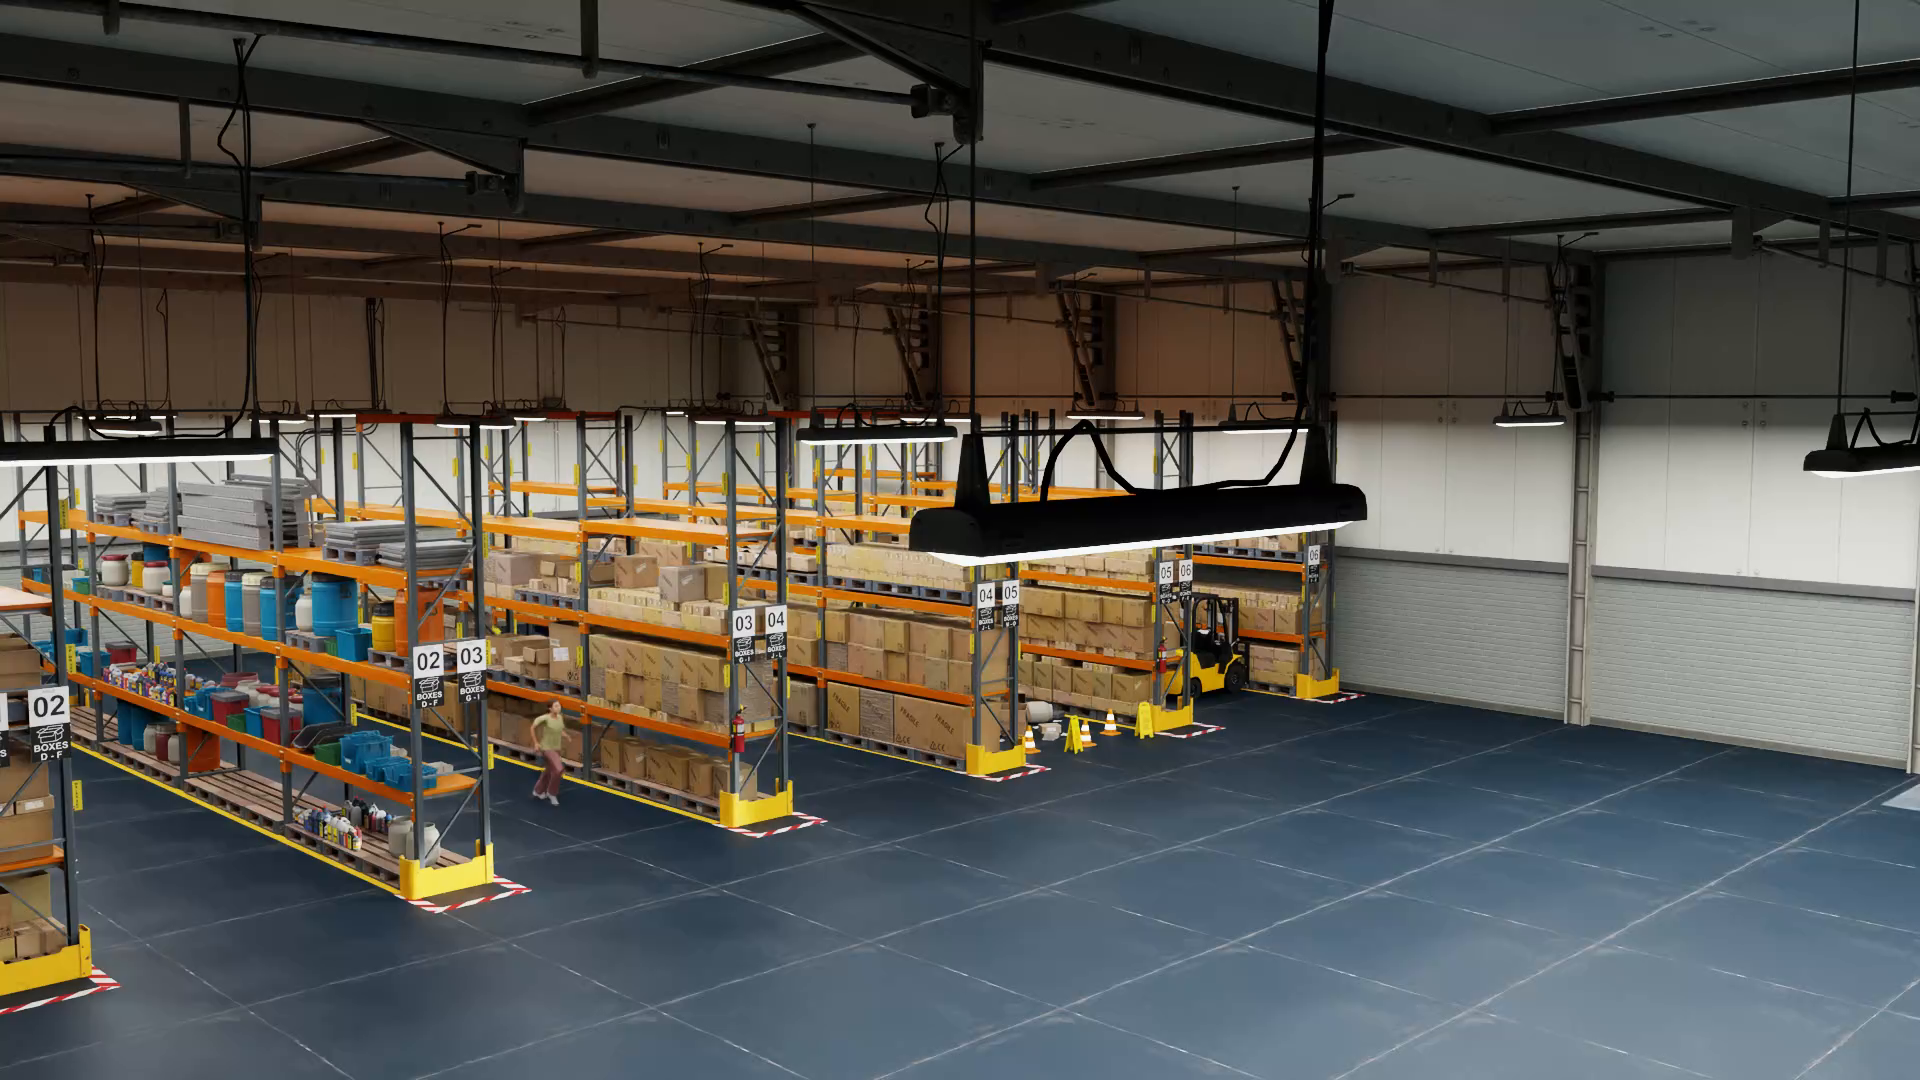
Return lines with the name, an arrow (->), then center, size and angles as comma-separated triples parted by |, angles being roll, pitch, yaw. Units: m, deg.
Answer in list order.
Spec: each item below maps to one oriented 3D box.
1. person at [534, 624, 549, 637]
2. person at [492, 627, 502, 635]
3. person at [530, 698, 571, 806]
person -> -10.397, 1.947, 41.525 | 0.554, 1.578, 0.634 | -2, 5, -21
person -> -9.642, 2.565, 34.165 | 0.927, 1.616, 0.717 | 3, 6, 30
person -> -6.371, 3.277, 25.816 | 0.784, 1.676, 0.526 | 3, 6, 30
